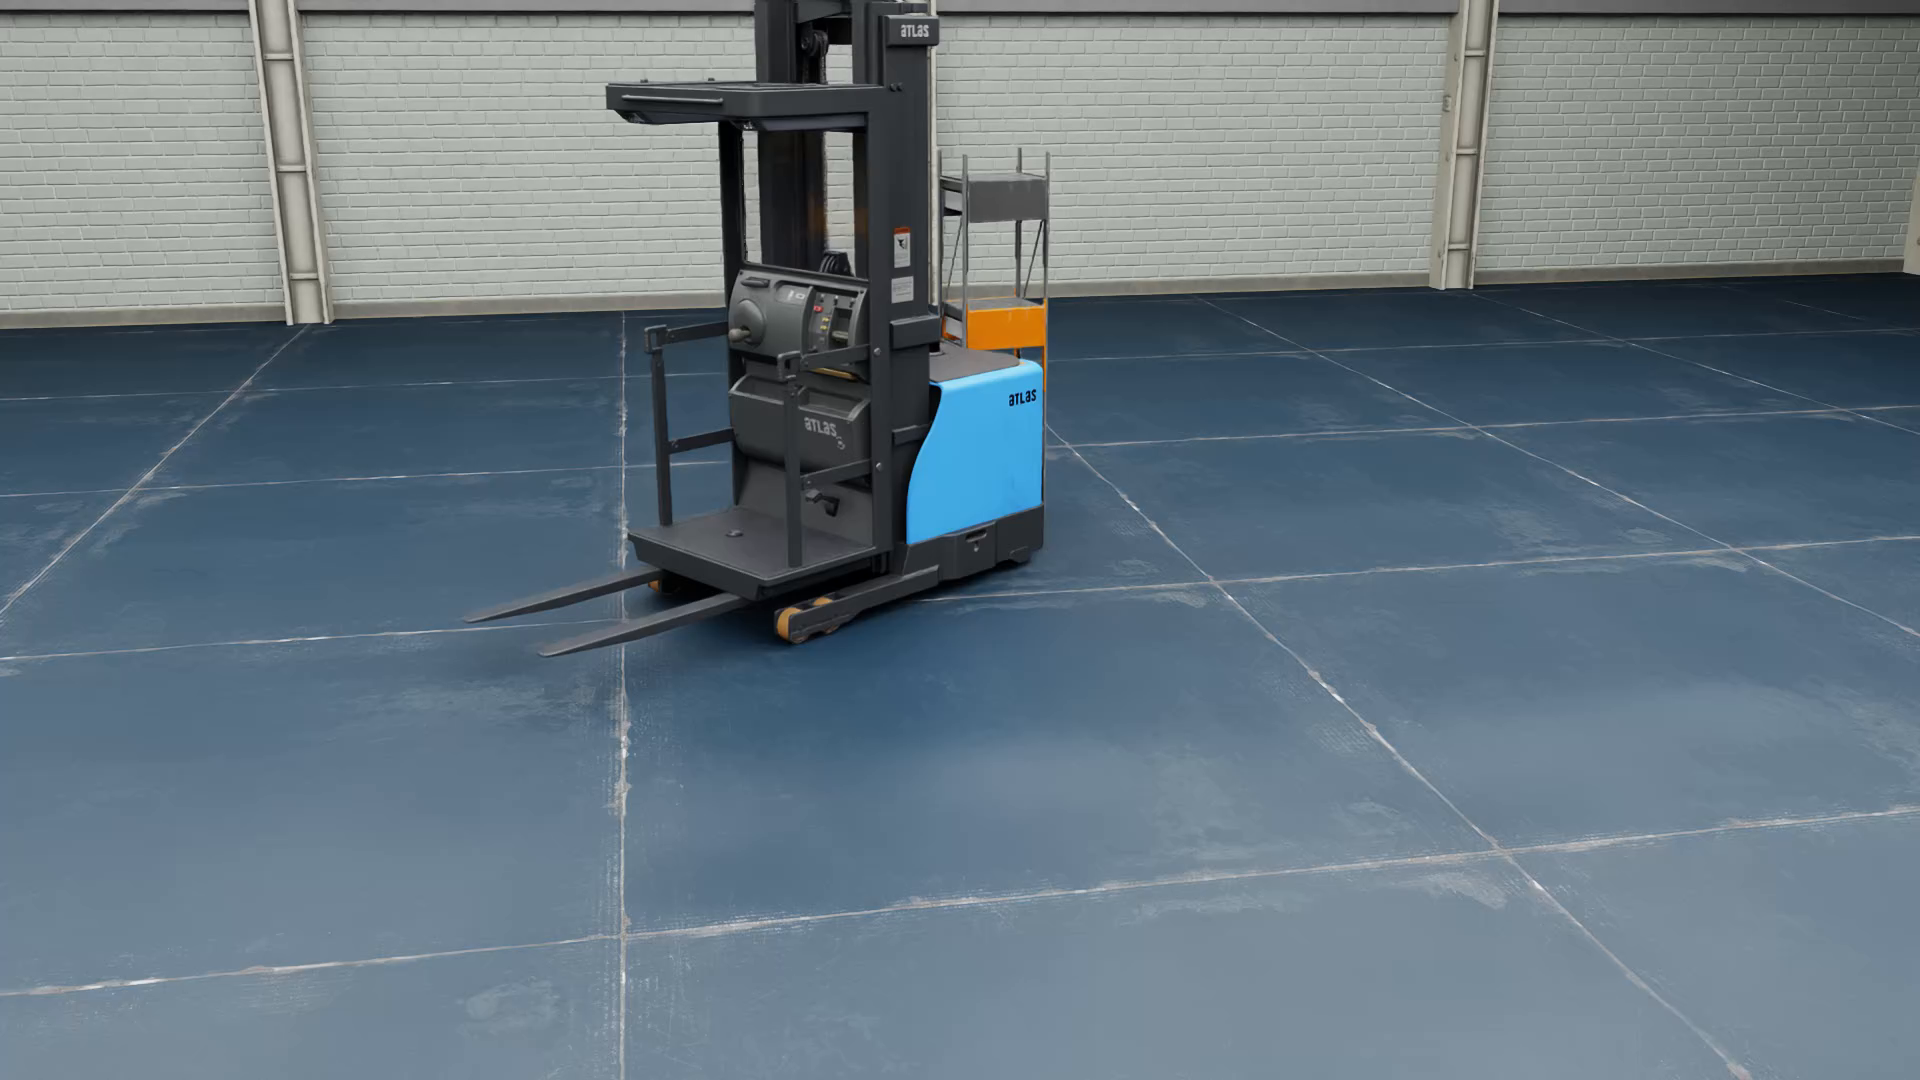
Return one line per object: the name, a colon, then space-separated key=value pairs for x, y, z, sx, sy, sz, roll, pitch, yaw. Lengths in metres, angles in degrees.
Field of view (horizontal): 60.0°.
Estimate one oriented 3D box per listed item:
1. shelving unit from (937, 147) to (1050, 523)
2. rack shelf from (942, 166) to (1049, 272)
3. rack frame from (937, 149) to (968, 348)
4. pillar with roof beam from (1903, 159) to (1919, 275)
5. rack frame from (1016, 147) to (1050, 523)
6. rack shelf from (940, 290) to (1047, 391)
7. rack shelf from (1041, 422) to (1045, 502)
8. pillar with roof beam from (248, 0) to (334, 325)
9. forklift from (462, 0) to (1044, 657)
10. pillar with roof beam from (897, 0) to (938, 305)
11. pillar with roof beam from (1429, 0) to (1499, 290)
shelving unit: x=0.181 y=-1.129 z=9.413 sx=0.503 sy=2.100 sz=0.431 roll=-7 pitch=18 yaw=-22
rack shelf: x=0.181 y=-1.785 z=9.211 sx=0.480 sy=0.518 sz=0.431 roll=-7 pitch=18 yaw=-22
rack frame: x=-0.044 y=-1.102 z=9.322 sx=0.015 sy=2.100 sz=0.400 roll=-7 pitch=18 yaw=-22
pillar with roof beam: x=12.144 y=-6.197 z=14.163 sx=0.400 sy=9.000 sz=9.100 roll=-3 pitch=17 yaw=-10
rack frame: x=0.406 y=-1.157 z=9.503 sx=0.015 sy=2.100 sz=0.400 roll=-7 pitch=18 yaw=-22
rack shelf: x=0.181 y=-1.116 z=9.417 sx=0.480 sy=0.518 sz=0.431 roll=-7 pitch=18 yaw=-22
rack shelf: x=0.181 y=-0.447 z=9.622 sx=0.480 sy=0.518 sz=0.431 roll=-7 pitch=18 yaw=-22
pillar with roof beam: x=-5.529 y=-5.195 z=10.899 sx=0.400 sy=9.000 sz=9.100 roll=-3 pitch=17 yaw=-10
forklift: x=-0.933 y=-1.089 z=7.865 sx=1.130 sy=2.935 sz=3.031 roll=16 pitch=23 yaw=41
pillar with roof beam: x=0.362 y=-5.529 z=11.987 sx=0.400 sy=9.000 sz=9.100 roll=-3 pitch=17 yaw=-10
pillar with roof beam: x=6.253 y=-5.863 z=13.075 sx=0.400 sy=9.000 sz=9.100 roll=-3 pitch=17 yaw=-10
